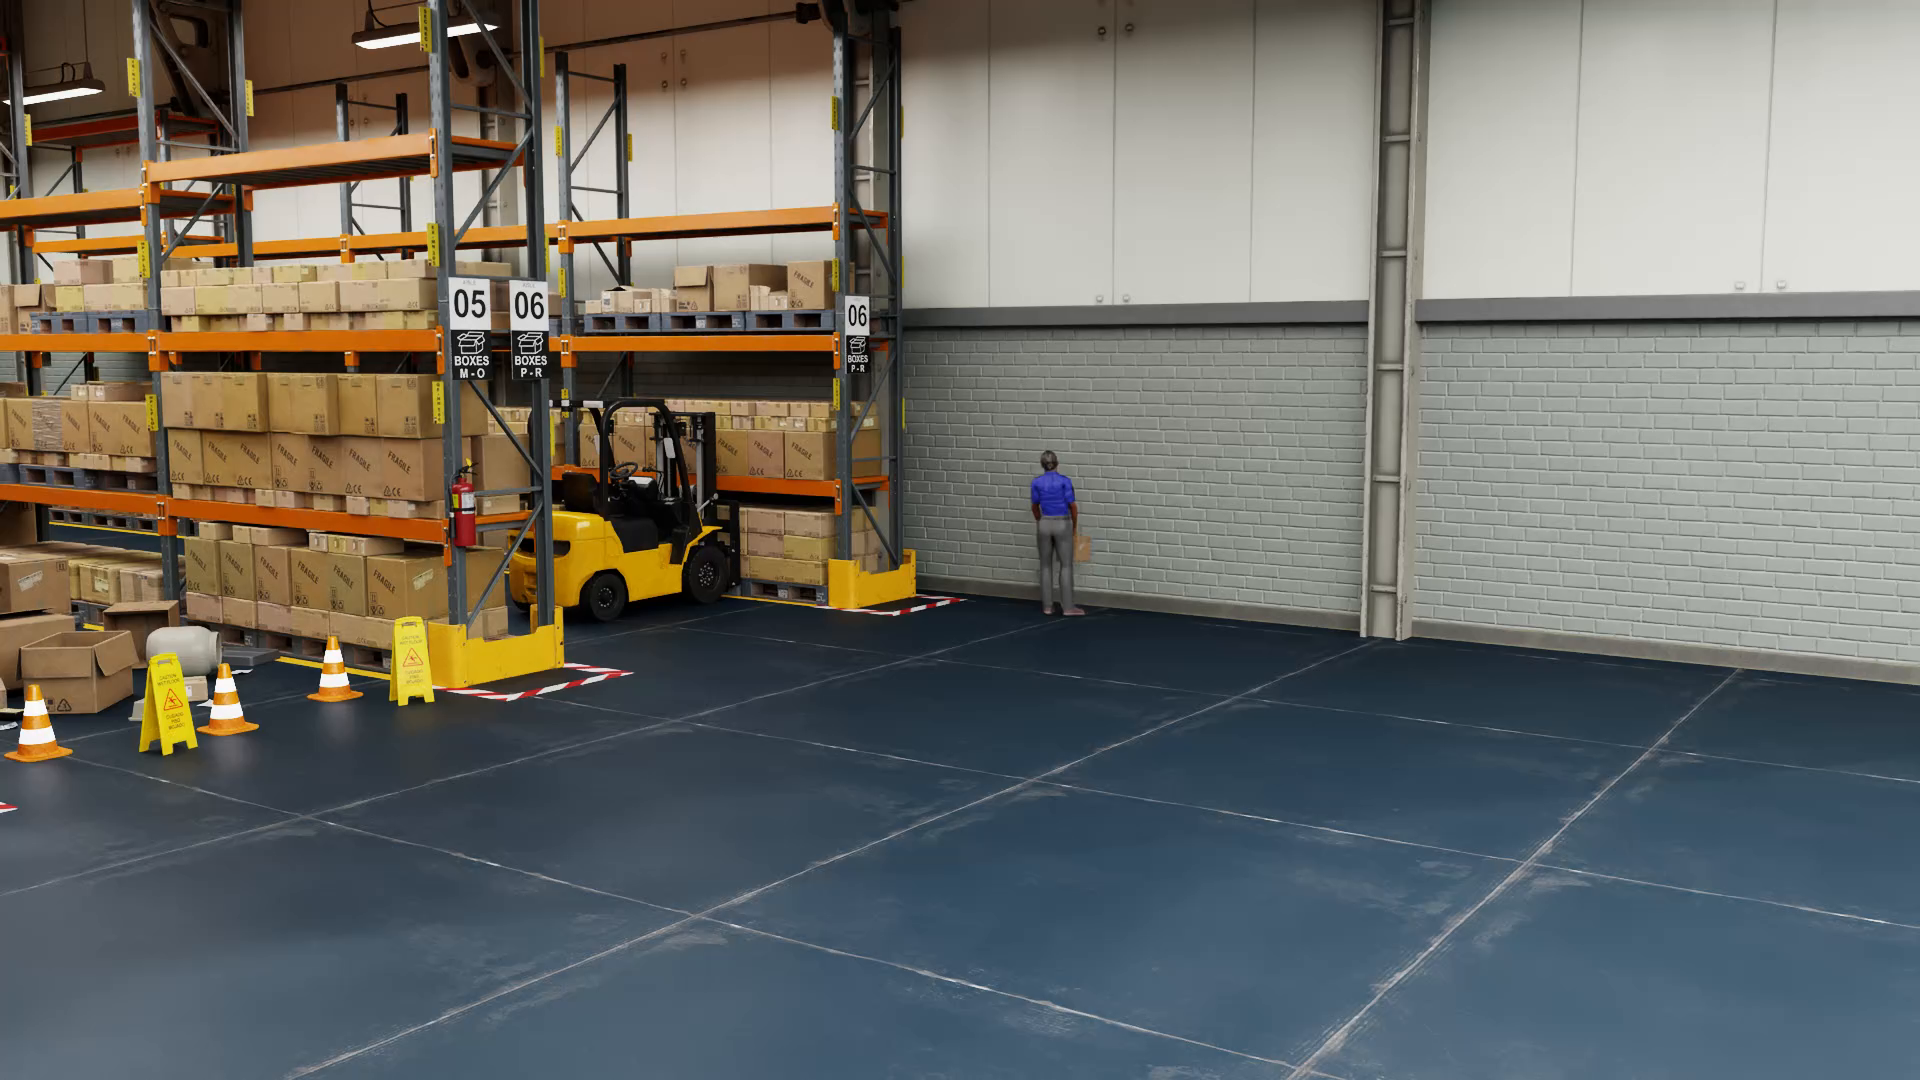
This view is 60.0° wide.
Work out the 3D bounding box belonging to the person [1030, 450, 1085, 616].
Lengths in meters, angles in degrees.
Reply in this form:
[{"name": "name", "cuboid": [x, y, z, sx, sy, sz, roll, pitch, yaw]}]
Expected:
[{"name": "person", "cuboid": [0.987, -0.074, 16.686, 0.543, 1.656, 0.394, 2, 7, 19]}]
